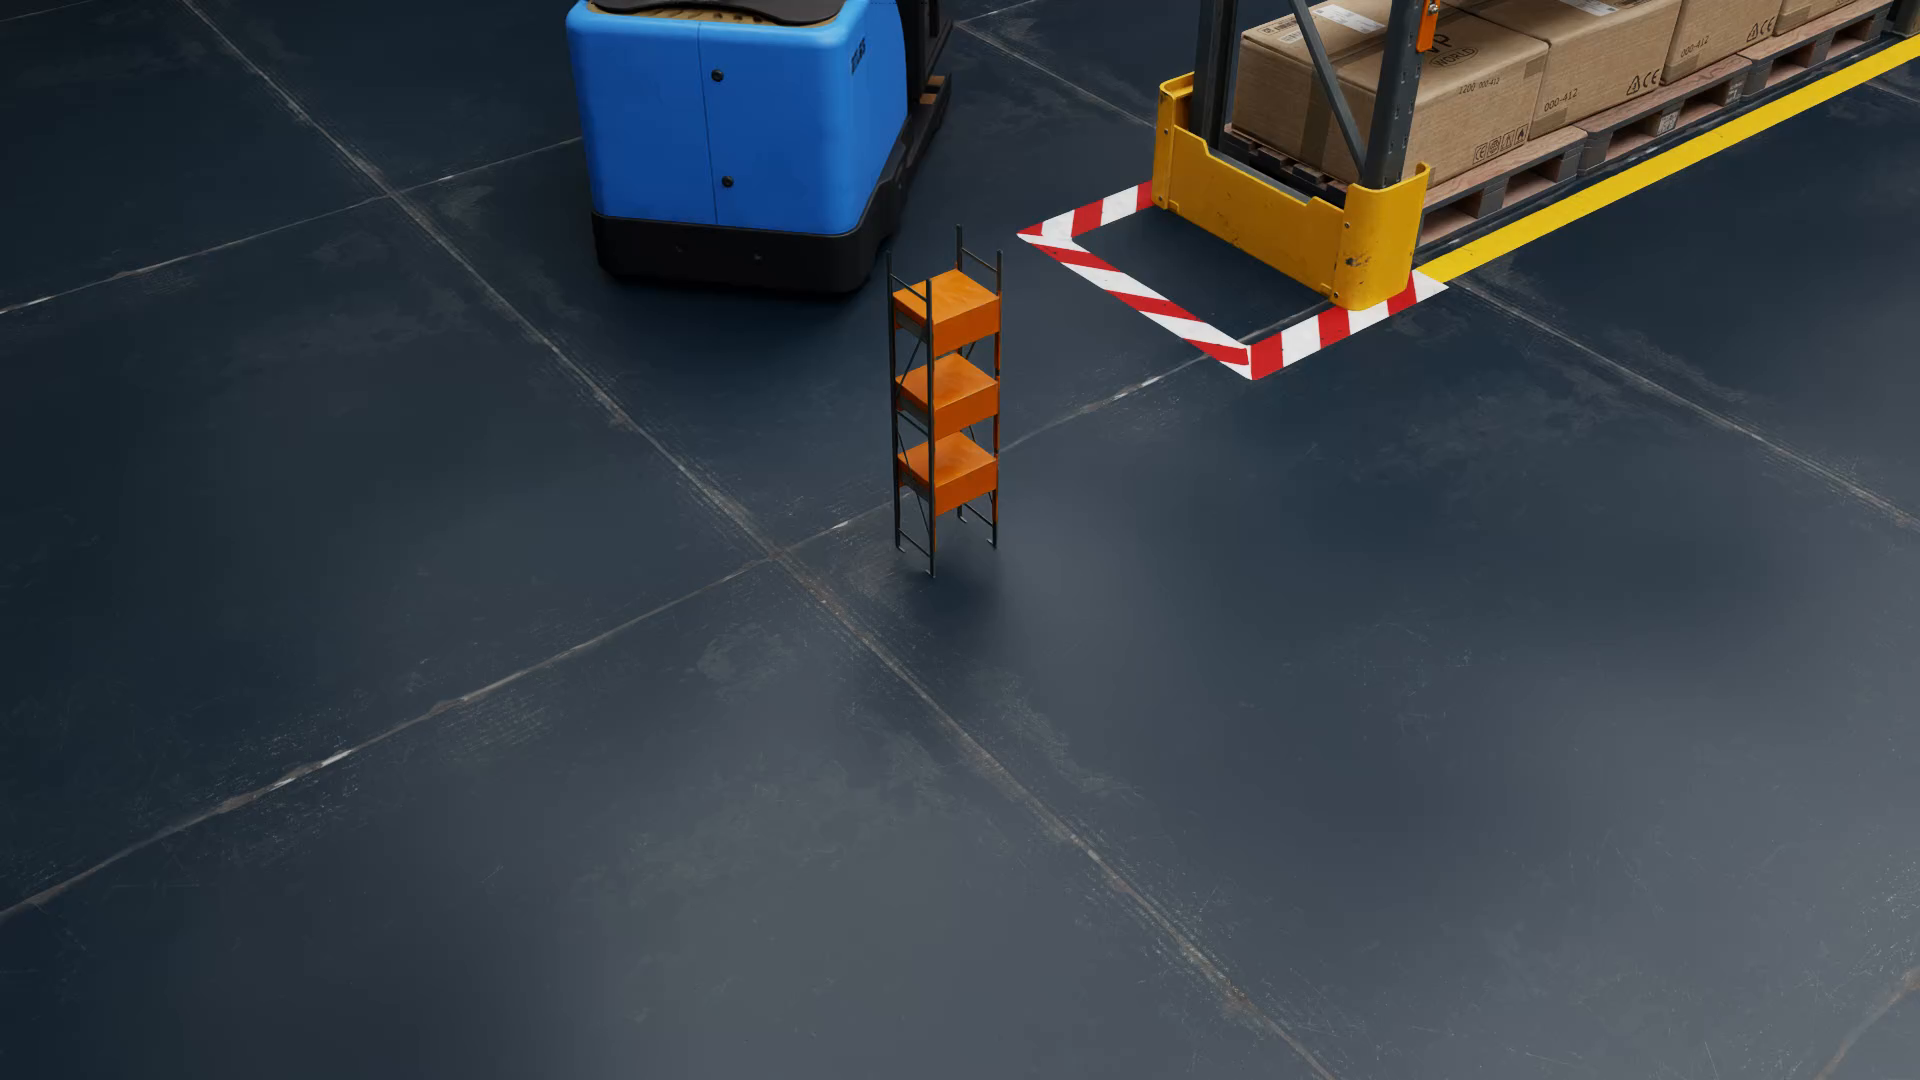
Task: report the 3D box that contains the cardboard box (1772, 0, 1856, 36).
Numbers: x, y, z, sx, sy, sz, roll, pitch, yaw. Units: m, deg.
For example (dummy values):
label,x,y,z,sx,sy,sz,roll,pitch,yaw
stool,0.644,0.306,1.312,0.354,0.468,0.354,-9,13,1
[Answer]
label,x,y,z,sx,sy,sz,roll,pitch,yaw
cardboard box,3.897,-2.909,8.120,0.875,0.438,0.875,-27,46,-29

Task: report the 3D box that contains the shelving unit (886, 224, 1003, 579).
label,x,y,z,sx,sy,sz,roll,pitch,yaw
shelving unit,-0.042,-0.385,4.892,0.252,1.050,0.215,-26,46,-28

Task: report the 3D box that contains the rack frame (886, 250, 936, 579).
label,x,y,z,sx,sy,sz,roll,pitch,yaw
rack frame,-0.139,-0.338,4.834,0.008,1.050,0.200,-26,46,-28

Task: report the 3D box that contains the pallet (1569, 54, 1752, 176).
label,x,y,z,sx,sy,sz,roll,pitch,yaw
pallet,2.841,-2.119,7.667,1.213,0.211,1.003,-26,46,-28

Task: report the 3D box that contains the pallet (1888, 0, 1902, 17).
label,x,y,z,sx,sy,sz,roll,pitch,yaw
pallet,5.026,-3.184,8.965,1.213,0.211,1.003,-26,46,-28

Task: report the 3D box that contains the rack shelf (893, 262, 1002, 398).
label,x,y,z,sx,sy,sz,roll,pitch,yaw
rack shelf,-0.042,-0.596,4.719,0.240,0.259,0.215,-26,46,-28

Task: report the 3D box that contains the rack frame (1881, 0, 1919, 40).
label,x,y,z,sx,sy,sz,roll,pitch,yaw
rack frame,4.460,-3.926,7.671,0.127,3.000,1.000,-26,46,-28

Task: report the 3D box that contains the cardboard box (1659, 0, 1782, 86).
label,x,y,z,sx,sy,sz,roll,pitch,yaw
cardboard box,3.187,-2.563,7.698,0.875,0.438,0.875,-27,47,-29

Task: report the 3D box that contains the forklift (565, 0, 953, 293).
label,x,y,z,sx,sy,sz,roll,pitch,yaw
forklift,-0.646,-3.000,6.596,1.130,2.935,3.031,6,40,8

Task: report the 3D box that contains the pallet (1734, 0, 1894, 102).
label,x,y,z,sx,sy,sz,roll,pitch,yaw
pallet,3.809,-2.593,8.245,1.213,0.211,1.003,-26,46,-28

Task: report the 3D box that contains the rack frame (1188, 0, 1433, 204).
label,x,y,z,sx,sy,sz,roll,pitch,yaw
rack frame,1.288,-2.380,5.786,0.127,3.000,1.000,-26,46,-28

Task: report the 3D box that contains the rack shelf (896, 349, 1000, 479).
label,x,y,z,sx,sy,sz,roll,pitch,yaw
rack shelf,-0.042,-0.377,4.899,0.240,0.259,0.215,-26,46,-28

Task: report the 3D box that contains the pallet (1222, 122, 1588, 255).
label,x,y,z,sx,sy,sz,roll,pitch,yaw
pallet,1.874,-1.650,7.096,1.213,0.211,1.003,-26,46,-28

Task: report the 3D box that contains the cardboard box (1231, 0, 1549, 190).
label,x,y,z,sx,sy,sz,roll,pitch,yaw
cardboard box,1.751,-1.857,6.838,0.875,0.438,0.875,-28,47,-29

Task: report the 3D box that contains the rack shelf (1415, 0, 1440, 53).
label,x,y,z,sx,sy,sz,roll,pitch,yaw
rack shelf,2.874,-2.875,6.957,4.000,0.370,1.077,-26,46,-28

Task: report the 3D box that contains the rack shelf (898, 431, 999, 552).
label,x,y,z,sx,sy,sz,roll,pitch,yaw
rack shelf,-0.042,-0.162,5.075,0.240,0.259,0.215,-26,46,-28

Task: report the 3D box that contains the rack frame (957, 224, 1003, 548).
label,x,y,z,sx,sy,sz,roll,pitch,yaw
rack frame,0.054,-0.432,4.949,0.008,1.050,0.200,-26,46,-28

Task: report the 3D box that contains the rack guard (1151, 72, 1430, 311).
label,x,y,z,sx,sy,sz,roll,pitch,yaw
rack guard,1.269,-1.405,6.568,0.348,0.500,1.175,-26,46,-28

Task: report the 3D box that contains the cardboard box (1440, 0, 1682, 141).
label,x,y,z,sx,sy,sz,roll,pitch,yaw
cardboard box,2.471,-2.215,7.274,0.875,0.438,0.875,-25,45,-27
